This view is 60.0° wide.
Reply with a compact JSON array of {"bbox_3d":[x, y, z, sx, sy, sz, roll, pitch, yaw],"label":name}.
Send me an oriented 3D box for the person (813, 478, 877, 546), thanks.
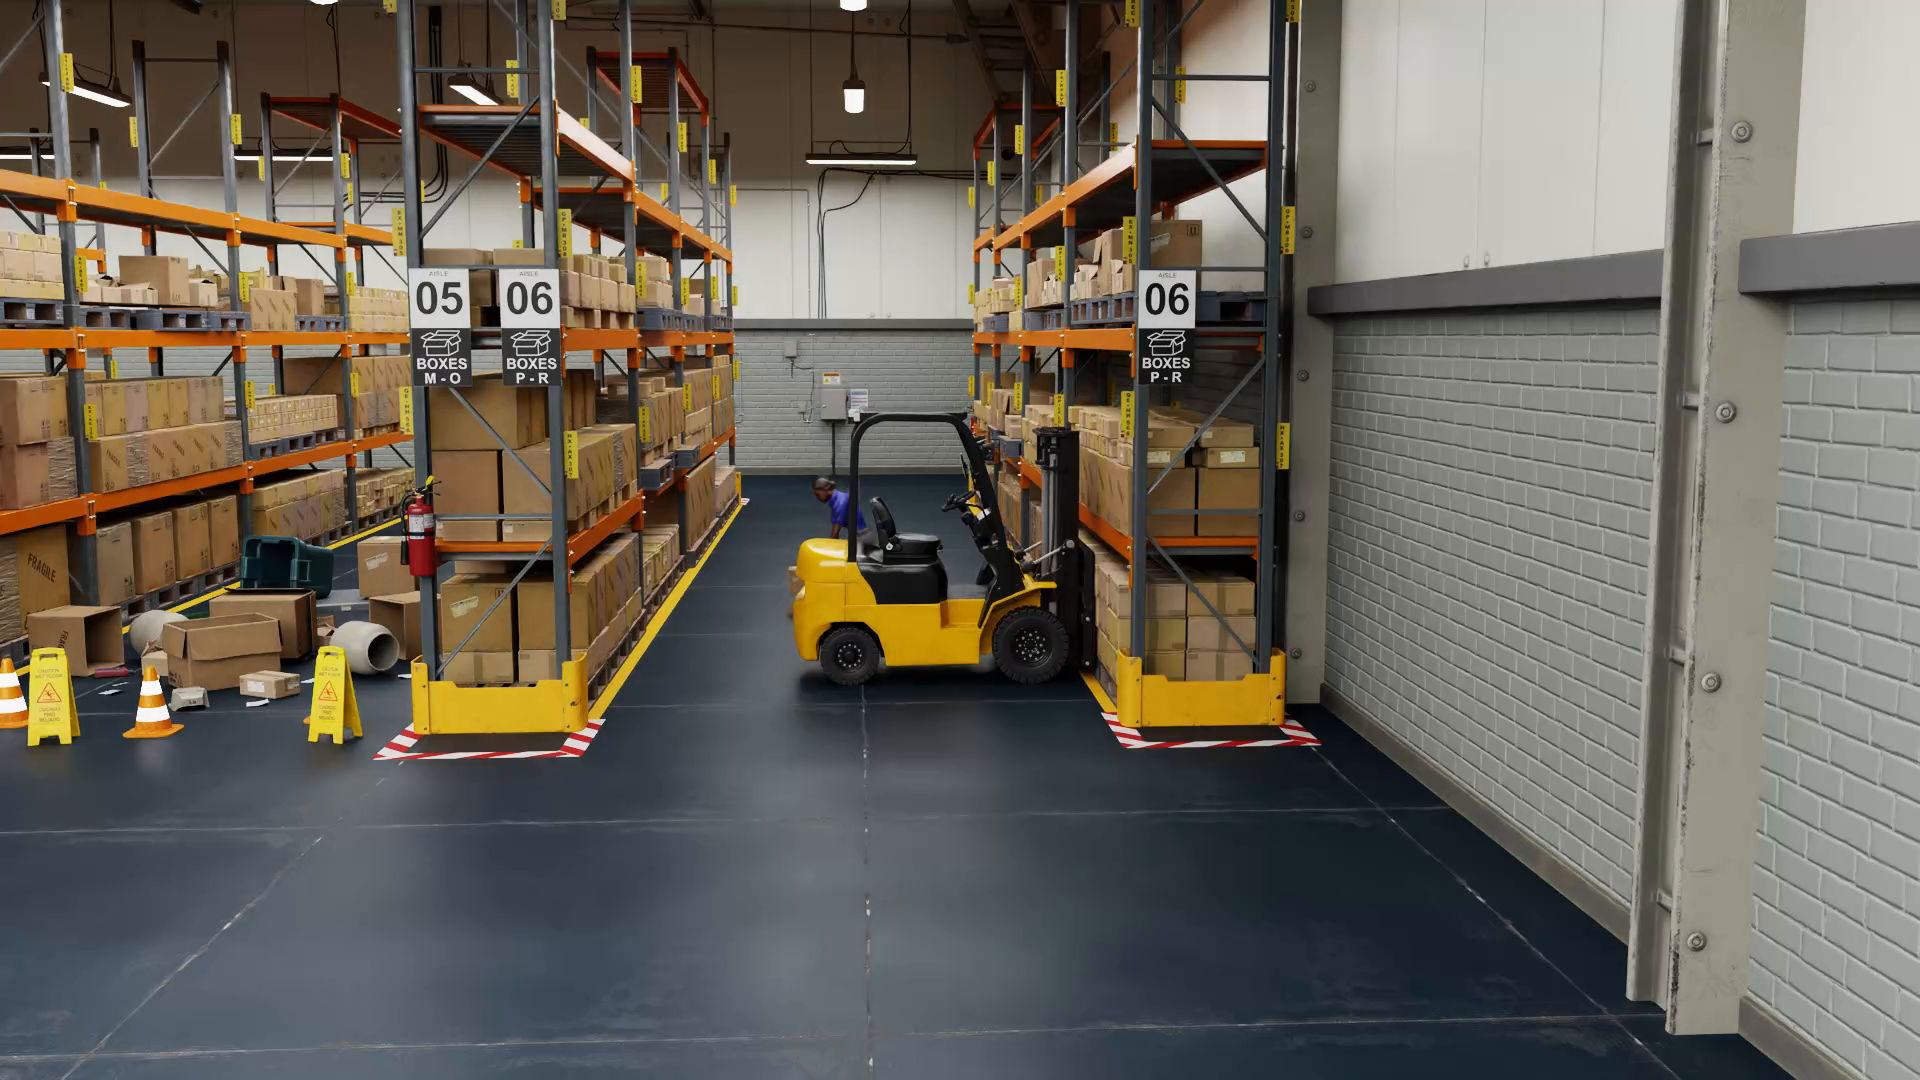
[{"bbox_3d":[-1.144,0.058,16.558,0.635,1.363,0.496,0,7,-3],"label":"person"}]
